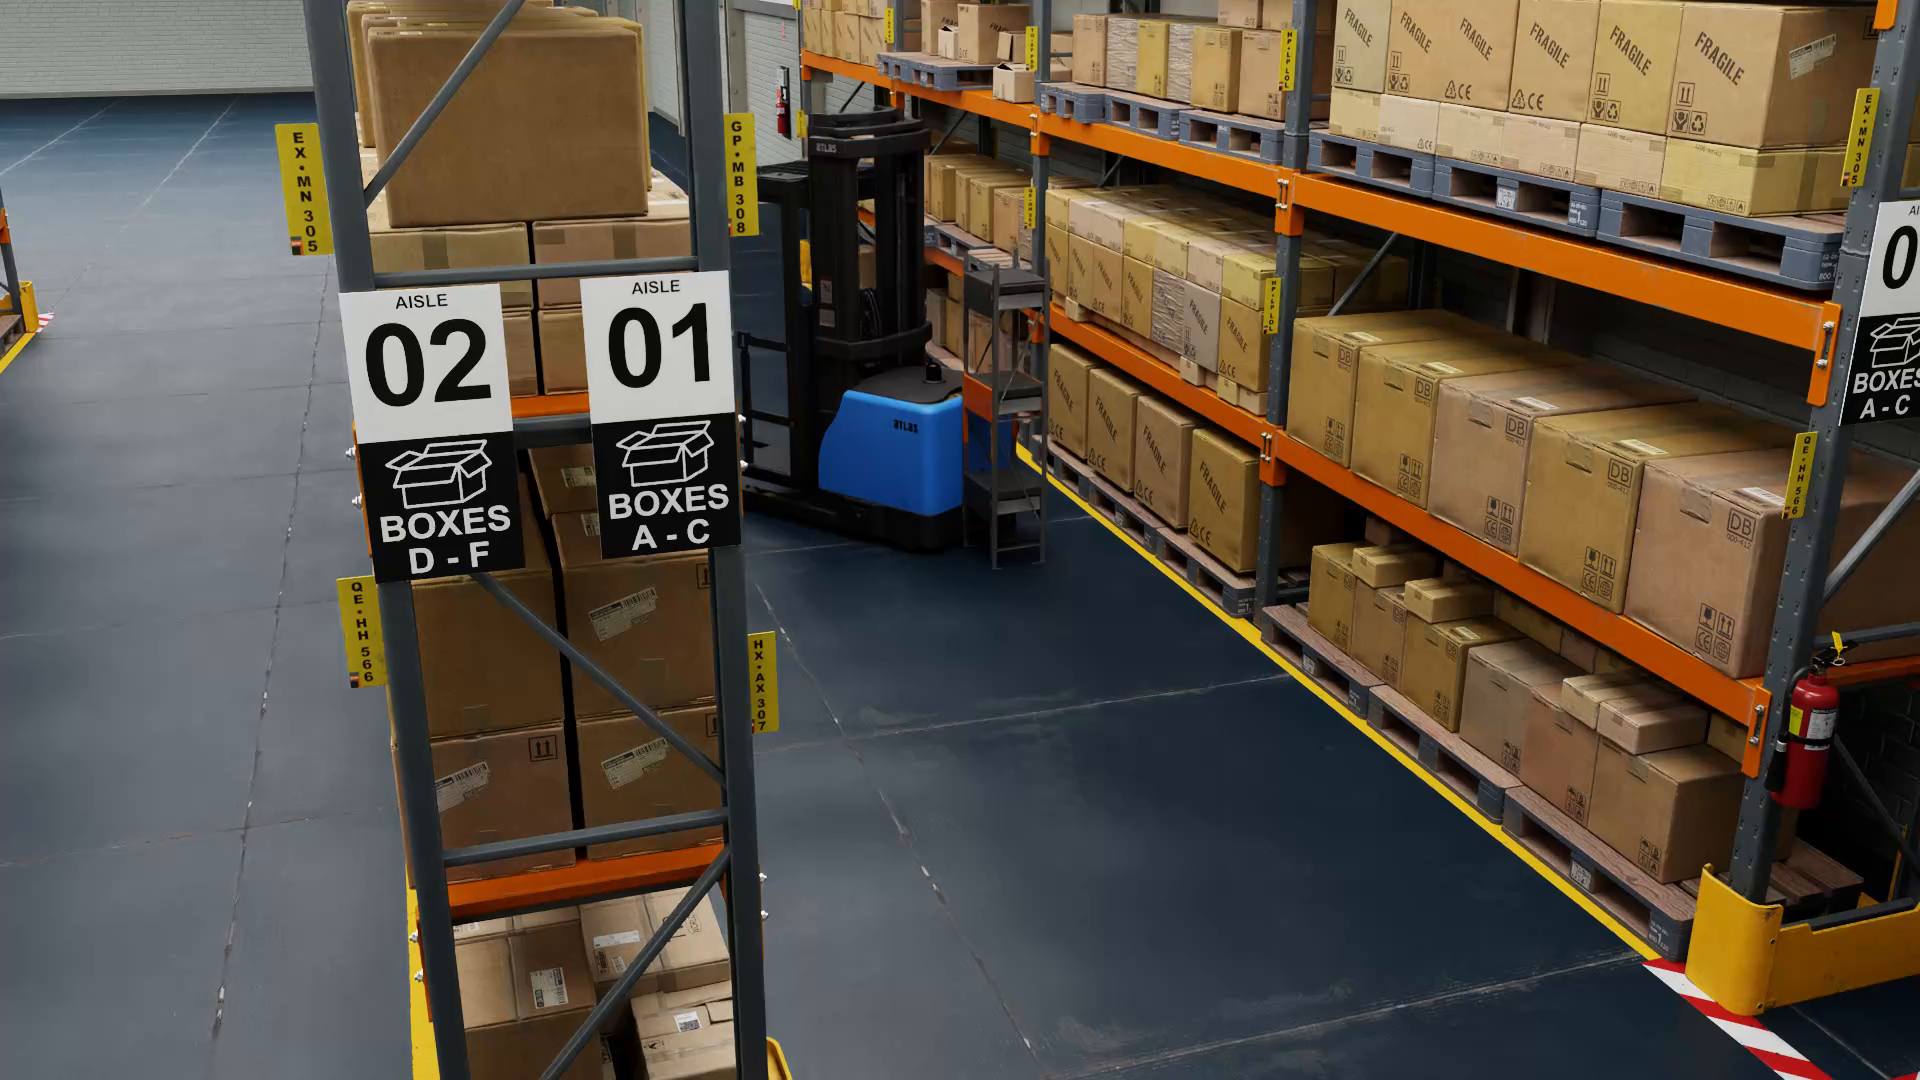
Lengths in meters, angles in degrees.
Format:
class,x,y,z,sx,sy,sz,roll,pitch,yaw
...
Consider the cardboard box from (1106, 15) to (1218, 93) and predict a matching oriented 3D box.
class,x,y,z,sx,sy,sz,roll,pitch,yaw
cardboard box,1.496,-3.550,12.127,0.700,0.500,0.500,-8,21,-20

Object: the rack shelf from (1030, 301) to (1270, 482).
class,x,y,z,sx,sy,sz,roll,pitch,yaw
rack shelf,1.701,-1.218,11.935,1.077,0.370,4.000,-6,21,-17

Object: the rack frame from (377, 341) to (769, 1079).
class,x,y,z,sx,sy,sz,roll,pitch,yaw
rack frame,-1.114,0.896,4.984,1.000,3.000,0.127,-6,21,-17

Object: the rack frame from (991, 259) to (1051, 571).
class,x,y,z,sx,sy,sz,roll,pitch,yaw
rack frame,0.401,-0.804,11.049,0.400,2.100,0.015,-8,21,-22

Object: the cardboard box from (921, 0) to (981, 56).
class,x,y,z,sx,sy,sz,roll,pitch,yaw
cardboard box,-0.088,-4.955,16.067,0.500,0.500,0.500,-3,20,-9

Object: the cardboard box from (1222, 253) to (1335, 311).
class,x,y,z,sx,sy,sz,roll,pitch,yaw
cardboard box,1.940,-1.587,10.170,0.500,0.250,0.500,-6,21,-16

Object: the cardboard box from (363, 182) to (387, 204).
class,x,y,z,sx,sy,sz,roll,pitch,yaw
cardboard box,-1.675,-0.978,5.248,0.500,0.250,0.500,-6,21,-17

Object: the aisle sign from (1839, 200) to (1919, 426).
class,x,y,z,sx,sy,sz,roll,pitch,yaw
aisle sign,3.325,-0.800,5.860,0.394,0.787,0.004,-6,21,-17

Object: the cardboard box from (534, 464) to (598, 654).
class,x,y,z,sx,sy,sz,roll,pitch,yaw
cardboard box,-1.175,0.041,5.737,0.500,0.500,0.500,-6,21,-17

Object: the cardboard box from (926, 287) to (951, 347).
class,x,y,z,sx,sy,sz,roll,pitch,yaw
cardboard box,0.063,-2.278,16.869,0.700,0.500,0.500,-6,21,-15

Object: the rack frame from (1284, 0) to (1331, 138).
class,x,y,z,sx,sy,sz,roll,pitch,yaw
rack frame,2.330,-3.738,9.012,1.000,3.000,0.127,-6,21,-17

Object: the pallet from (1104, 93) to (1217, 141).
class,x,y,z,sx,sy,sz,roll,pitch,yaw
pallet,1.680,-2.962,11.567,1.003,0.211,1.213,-5,20,-15

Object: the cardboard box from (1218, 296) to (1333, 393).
class,x,y,z,sx,sy,sz,roll,pitch,yaw
cardboard box,1.946,-1.233,10.293,0.500,0.500,0.500,-7,21,-18

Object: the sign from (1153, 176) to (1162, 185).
class,x,y,z,sx,sy,sz,roll,pitch,yaw
sign,1.599,-2.803,13.571,0.100,0.325,0.005,-6,21,-17

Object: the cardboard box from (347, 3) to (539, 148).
class,x,y,z,sx,sy,sz,roll,pitch,yaw
cardboard box,-1.997,-1.829,6.508,0.700,0.500,0.500,-6,21,-17

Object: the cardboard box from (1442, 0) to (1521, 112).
class,x,y,z,sx,sy,sz,roll,pitch,yaw
cardboard box,2.616,-2.273,7.713,0.500,0.500,0.500,-6,21,-17

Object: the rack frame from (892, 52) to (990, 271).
class,x,y,z,sx,sy,sz,roll,pitch,yaw
rack frame,-0.184,-3.482,17.174,1.000,3.000,0.127,-6,21,-17

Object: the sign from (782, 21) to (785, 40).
class,x,y,z,sx,sy,sz,roll,pitch,yaw
sign,-2.935,-8.460,27.602,0.001,0.298,0.199,-6,21,-17

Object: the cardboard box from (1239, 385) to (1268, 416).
class,x,y,z,sx,sy,sz,roll,pitch,yaw
cardboard box,1.955,-0.884,10.284,0.380,0.149,0.250,-6,21,-17

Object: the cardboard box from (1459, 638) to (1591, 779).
class,x,y,z,sx,sy,sz,roll,pitch,yaw
cardboard box,2.956,0.812,8.296,0.700,0.500,0.500,-7,21,-19

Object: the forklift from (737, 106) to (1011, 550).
class,x,y,z,sx,sy,sz,roll,pitch,yaw
forklift,-1.063,-1.695,12.300,3.031,2.935,1.130,15,25,36

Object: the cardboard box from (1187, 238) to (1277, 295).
class,x,y,z,sx,sy,sz,roll,pitch,yaw
cardboard box,1.789,-1.752,10.630,0.500,0.250,0.500,-6,21,-16

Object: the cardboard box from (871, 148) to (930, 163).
class,x,y,z,sx,sy,sz,roll,pitch,yaw
cardboard box,-0.627,-3.893,17.400,0.500,0.500,0.500,-6,21,-17

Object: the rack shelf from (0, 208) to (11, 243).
class,x,y,z,sx,sy,sz,roll,pitch,yaw
rack shelf,-10.218,-2.733,16.152,1.077,0.370,4.000,-6,21,-17

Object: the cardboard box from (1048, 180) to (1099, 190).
class,x,y,z,sx,sy,sz,roll,pitch,yaw
cardboard box,0.936,-2.865,13.698,0.380,0.149,0.250,-9,22,-24

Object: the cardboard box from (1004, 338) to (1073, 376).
class,x,y,z,sx,sy,sz,roll,pitch,yaw
cardboard box,0.797,-1.455,14.576,0.700,0.500,0.500,-6,21,-16

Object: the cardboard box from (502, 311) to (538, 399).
class,x,y,z,sx,sy,sz,roll,pitch,yaw
cardboard box,-1.526,-0.582,4.883,0.500,0.250,0.500,-6,21,-17

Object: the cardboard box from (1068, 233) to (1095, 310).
class,x,y,z,sx,sy,sz,roll,pitch,yaw
cardboard box,1.138,-2.043,12.549,0.500,0.500,0.500,-6,21,-15

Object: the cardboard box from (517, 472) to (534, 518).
class,x,y,z,sx,sy,sz,roll,pitch,yaw
cardboard box,-1.675,0.103,5.565,0.500,0.500,0.500,-6,21,-16

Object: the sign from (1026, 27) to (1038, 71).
class,x,y,z,sx,sy,sz,roll,pitch,yaw
sign,0.557,-3.796,12.847,0.100,0.325,0.005,-6,21,-17

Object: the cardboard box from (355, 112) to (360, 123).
class,x,y,z,sx,sy,sz,roll,pitch,yaw
cardboard box,-2.454,-1.781,7.483,0.500,0.250,0.500,-6,21,-17

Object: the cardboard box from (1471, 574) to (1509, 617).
class,x,y,z,sx,sy,sz,roll,pitch,yaw
cardboard box,2.940,0.276,8.826,0.380,0.149,0.250,-6,21,-17

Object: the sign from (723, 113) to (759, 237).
class,x,y,z,sx,sy,sz,roll,pitch,yaw
sign,-0.599,-0.984,4.490,0.100,0.325,0.005,-6,21,-17

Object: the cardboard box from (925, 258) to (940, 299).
class,x,y,z,sx,sy,sz,roll,pitch,yaw
cardboard box,-0.549,-2.842,18.437,0.500,0.500,0.500,-8,21,-21

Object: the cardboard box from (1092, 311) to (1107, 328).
class,x,y,z,sx,sy,sz,roll,pitch,yaw
cardboard box,1.227,-1.716,12.598,0.380,0.149,0.250,-7,21,-18

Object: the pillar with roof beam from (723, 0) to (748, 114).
class,x,y,z,sx,sy,sz,roll,pitch,yaw
pillar with roof beam,-8.259,-10.850,28.812,9.100,9.000,0.400,-6,21,-17

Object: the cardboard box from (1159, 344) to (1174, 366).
class,x,y,z,sx,sy,sz,roll,pitch,yaw
cardboard box,1.597,-1.297,11.432,0.380,0.149,0.250,-7,21,-19

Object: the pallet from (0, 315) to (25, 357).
class,x,y,z,sx,sy,sz,roll,pitch,yaw
pallet,-10.528,-2.120,17.507,1.003,0.211,1.213,-6,21,-17

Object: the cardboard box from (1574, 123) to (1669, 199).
class,x,y,z,sx,sy,sz,roll,pitch,yaw
cardboard box,2.940,-1.591,6.923,0.500,0.250,0.500,-7,21,-19

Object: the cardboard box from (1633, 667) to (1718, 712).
class,x,y,z,sx,sy,sz,roll,pitch,yaw
cardboard box,3.342,0.685,7.690,0.380,0.149,0.250,-6,21,-17

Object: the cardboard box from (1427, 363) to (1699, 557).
class,x,y,z,sx,sy,sz,roll,pitch,yaw
cardboard box,2.947,-0.413,8.185,0.980,0.700,0.700,-7,21,-20

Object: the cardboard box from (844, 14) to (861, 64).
class,x,y,z,sx,sy,sz,roll,pitch,yaw
cardboard box,-0.935,-5.423,17.964,0.500,0.500,0.500,-7,21,-19

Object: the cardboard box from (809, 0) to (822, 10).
class,x,y,z,sx,sy,sz,roll,pitch,yaw
cardboard box,-1.441,-6.389,19.172,0.500,0.500,0.500,-7,21,-18

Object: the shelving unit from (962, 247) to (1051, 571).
class,x,y,z,sx,sy,sz,roll,pitch,yaw
shelving unit,0.304,-0.880,11.260,0.431,2.100,0.503,-8,21,-22

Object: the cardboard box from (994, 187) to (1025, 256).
class,x,y,z,sx,sy,sz,roll,pitch,yaw
cardboard box,0.714,-2.779,14.417,0.700,0.500,0.500,-8,21,-22

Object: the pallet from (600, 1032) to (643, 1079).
class,x,y,z,sx,sy,sz,roll,pitch,yaw
pallet,-1.389,1.929,6.235,1.003,0.211,1.213,-6,21,-17

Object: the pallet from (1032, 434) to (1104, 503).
class,x,y,z,sx,sy,sz,roll,pitch,yaw
pallet,1.249,-0.625,13.345,1.003,0.211,1.213,-6,21,-17

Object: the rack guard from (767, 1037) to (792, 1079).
class,x,y,z,sx,sy,sz,roll,pitch,yaw
rack guard,-1.138,2.048,5.474,1.175,0.500,0.348,-6,21,-17

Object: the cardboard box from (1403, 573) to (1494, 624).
class,x,y,z,sx,sy,sz,roll,pitch,yaw
cardboard box,2.566,0.306,8.743,0.380,0.149,0.250,-7,21,-19

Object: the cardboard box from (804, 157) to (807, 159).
class,x,y,z,sx,sy,sz,roll,pitch,yaw
cardboard box,-1.590,-4.514,20.239,0.500,0.250,0.500,-7,21,-19

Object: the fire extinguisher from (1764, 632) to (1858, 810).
class,x,y,z,sx,sy,sz,roll,pitch,yaw
fire extinguisher,3.197,0.678,6.257,0.296,0.674,0.183,-6,21,-17

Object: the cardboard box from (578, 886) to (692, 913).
class,x,y,z,sx,sy,sz,roll,pitch,yaw
cardboard box,-1.330,1.458,6.837,0.500,0.250,0.500,-6,21,-17

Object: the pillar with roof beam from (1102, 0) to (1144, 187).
class,x,y,z,sx,sy,sz,roll,pitch,yaw
pillar with roof beam,-2.601,-5.074,12.730,9.100,9.000,0.400,-6,21,-17

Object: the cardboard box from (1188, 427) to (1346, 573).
class,x,y,z,sx,sy,sz,roll,pitch,yaw
cardboard box,2.002,-0.296,10.861,0.750,0.750,0.750,-6,21,-17

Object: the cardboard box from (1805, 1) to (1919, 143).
class,x,y,z,sx,sy,sz,roll,pitch,yaw
cardboard box,3.587,-1.830,6.480,0.500,0.500,0.500,-7,21,-19
